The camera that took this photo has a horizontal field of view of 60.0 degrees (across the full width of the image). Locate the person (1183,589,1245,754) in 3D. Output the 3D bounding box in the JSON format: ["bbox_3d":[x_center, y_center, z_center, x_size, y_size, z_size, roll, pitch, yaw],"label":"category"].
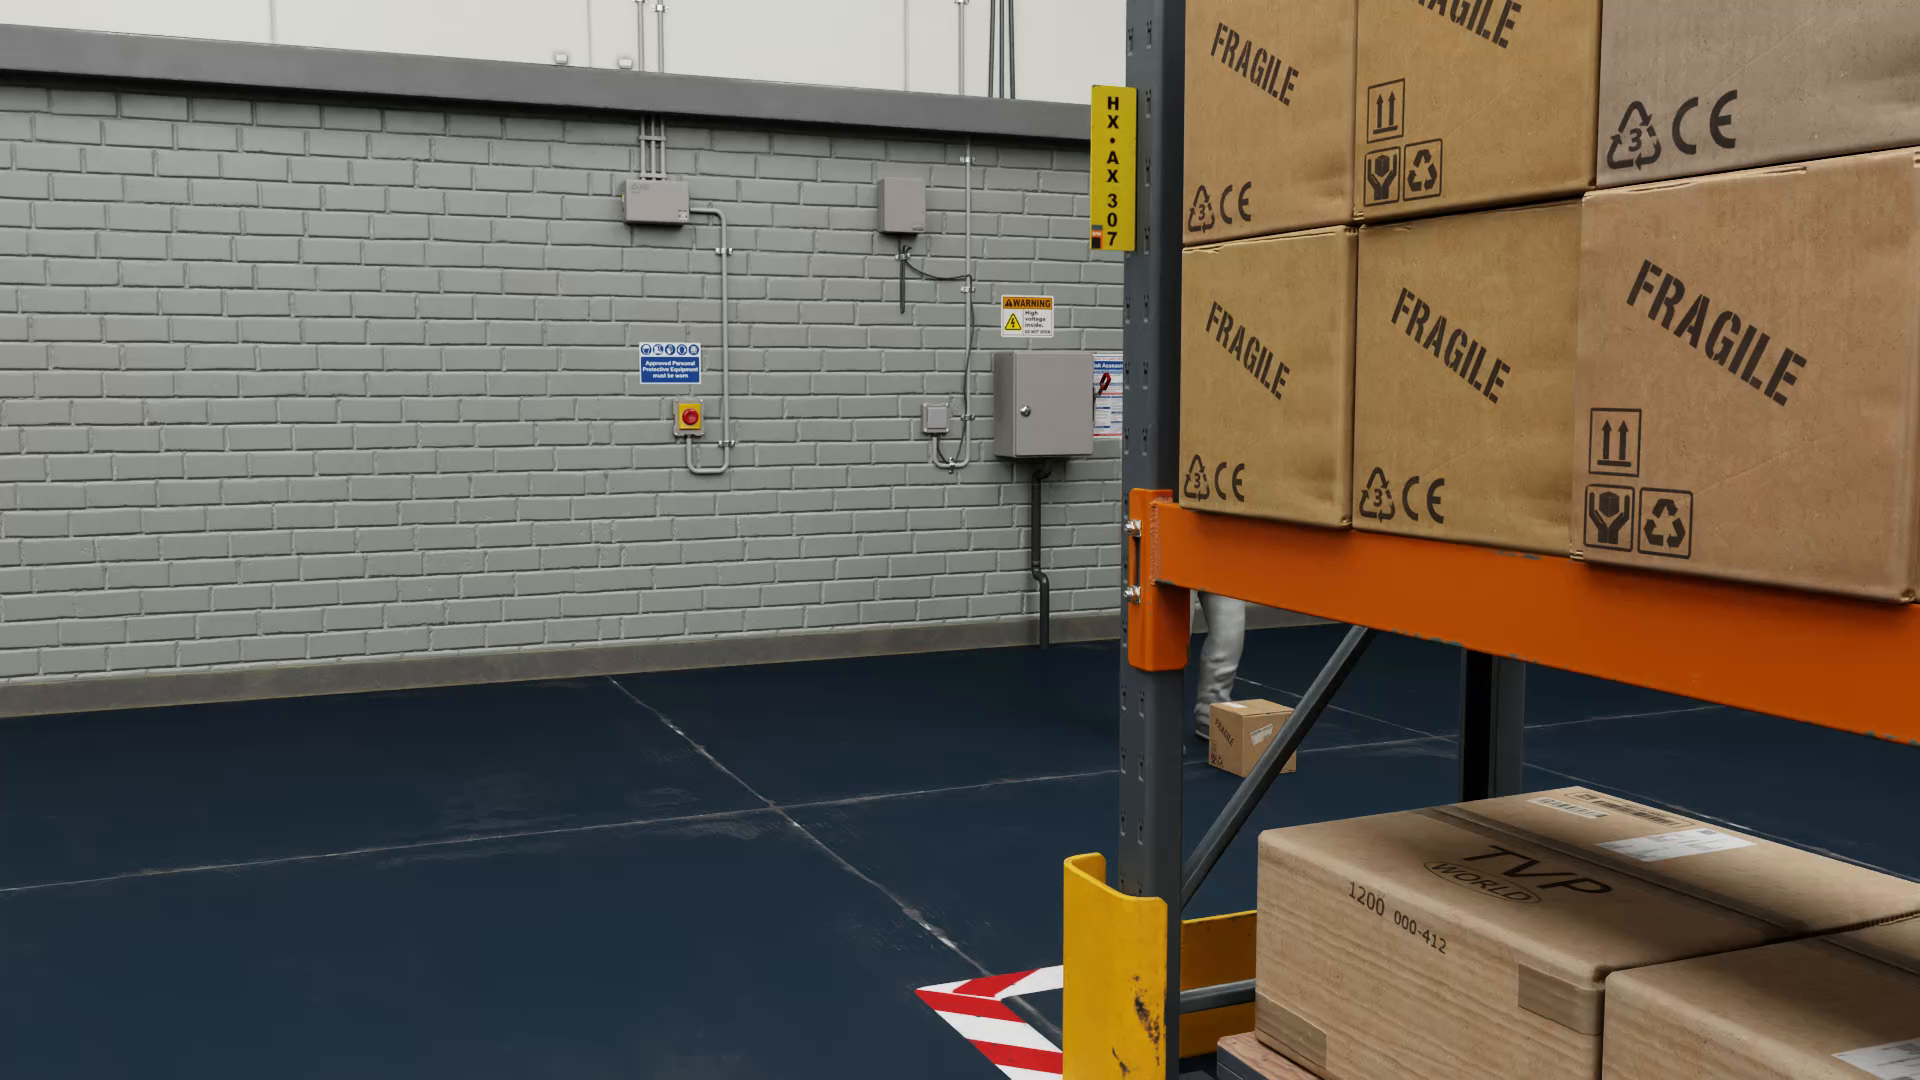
[{"bbox_3d":[1.012,0.058,7.013,0.468,1.671,0.389,-2,6,-22],"label":"person"}]
